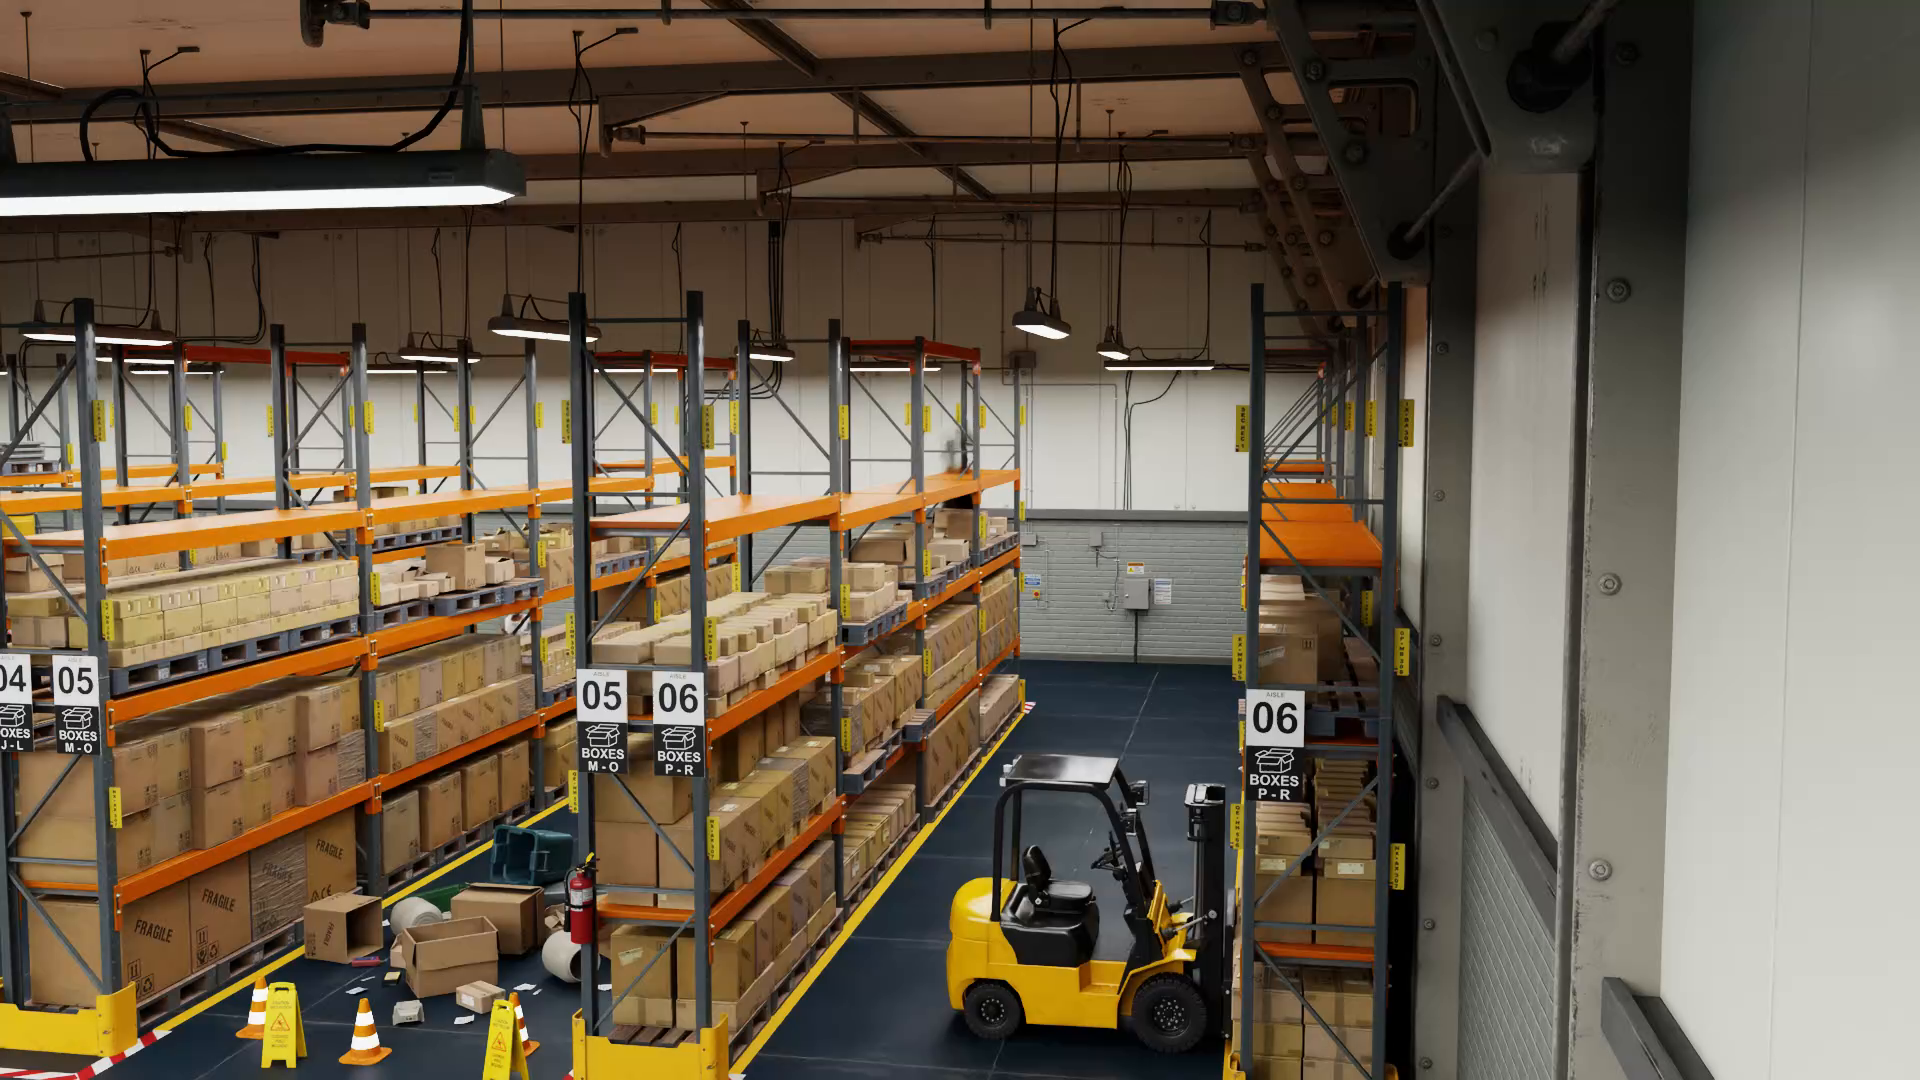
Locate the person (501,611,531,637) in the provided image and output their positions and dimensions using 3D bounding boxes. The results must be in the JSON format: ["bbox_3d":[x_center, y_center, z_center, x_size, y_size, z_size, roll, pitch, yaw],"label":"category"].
[{"bbox_3d":[-7.656,1.951,28.932,0.682,1.828,0.835,0,5,-5],"label":"person"}]
